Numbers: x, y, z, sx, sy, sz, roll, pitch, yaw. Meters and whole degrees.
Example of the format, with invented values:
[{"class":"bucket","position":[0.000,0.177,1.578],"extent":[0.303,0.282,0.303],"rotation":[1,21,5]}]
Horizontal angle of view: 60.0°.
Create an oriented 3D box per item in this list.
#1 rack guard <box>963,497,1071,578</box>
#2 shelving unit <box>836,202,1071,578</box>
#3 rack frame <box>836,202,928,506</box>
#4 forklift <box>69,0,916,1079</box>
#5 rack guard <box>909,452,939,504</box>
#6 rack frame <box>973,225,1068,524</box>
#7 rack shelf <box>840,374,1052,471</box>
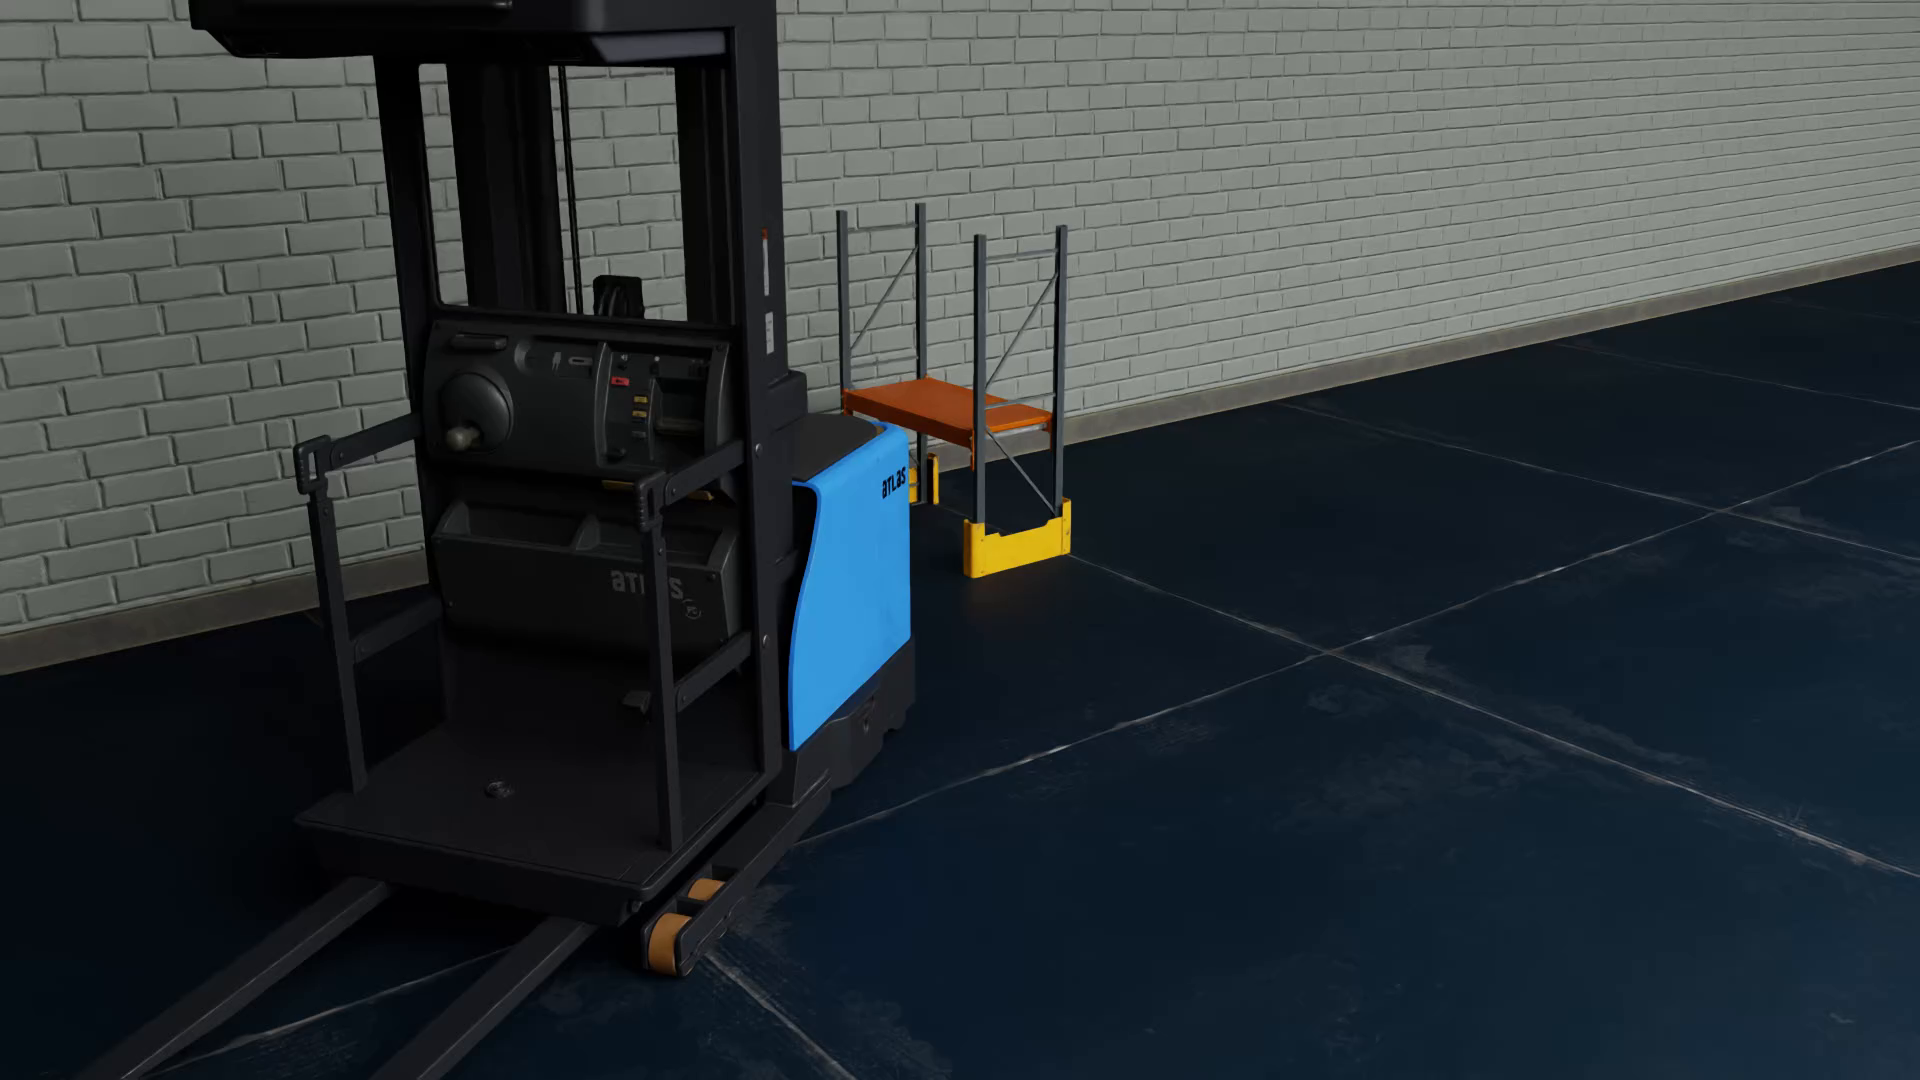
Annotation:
[{"class":"rack guard","position":[0.262,-0.015,7.509],"extent":[0.587,0.250,0.087],"rotation":[-14,23,-36]},{"class":"shelving unit","position":[-0.047,-0.731,7.683],"extent":[0.587,1.500,1.083],"rotation":[-14,23,-36]},{"class":"rack frame","position":[-0.369,-0.858,8.069],"extent":[0.500,1.500,0.032],"rotation":[-14,23,-36]},{"class":"forklift","position":[-1.127,-0.384,4.358],"extent":[1.130,2.935,3.031],"rotation":[6,19,18]},{"class":"rack guard","position":[-0.357,-0.260,8.251],"extent":[0.587,0.250,0.087],"rotation":[-14,23,-36]},{"class":"rack frame","position":[0.263,-0.608,7.312],"extent":[0.500,1.500,0.032],"rotation":[-14,23,-36]},{"class":"rack shelf","position":[-0.053,-0.562,7.747],"extent":[0.538,0.185,1.000],"rotation":[-14,23,-36]}]
